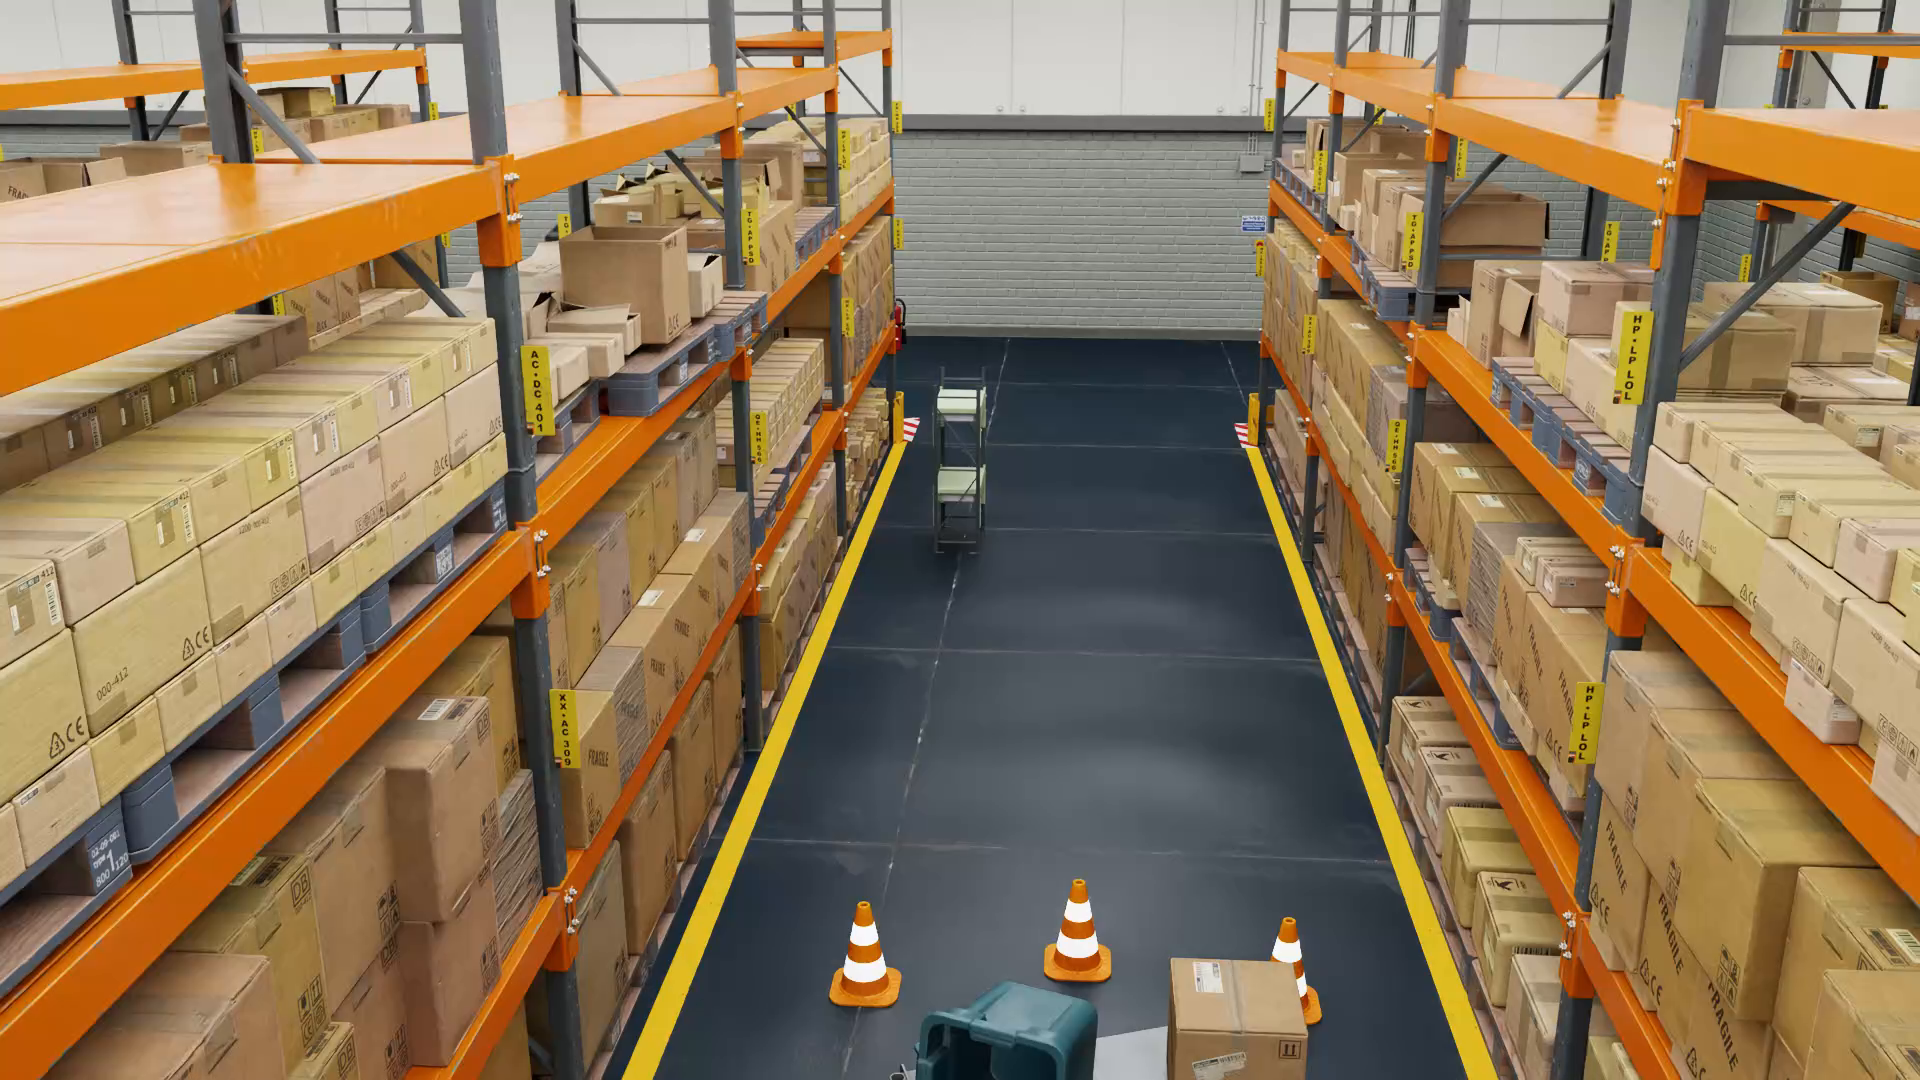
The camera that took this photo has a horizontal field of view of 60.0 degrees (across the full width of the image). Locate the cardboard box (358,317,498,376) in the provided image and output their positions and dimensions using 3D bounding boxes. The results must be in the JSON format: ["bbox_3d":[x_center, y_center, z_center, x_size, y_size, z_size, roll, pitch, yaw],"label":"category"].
[{"bbox_3d":[-1.775,-0.649,5.557,0.380,0.149,0.250,1,18,3],"label":"cardboard box"}]

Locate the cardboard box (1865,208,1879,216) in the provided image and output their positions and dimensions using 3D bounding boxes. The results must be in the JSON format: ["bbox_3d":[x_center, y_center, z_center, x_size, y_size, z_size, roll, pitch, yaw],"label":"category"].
[{"bbox_3d":[8.265,-2.954,14.707,0.380,0.149,0.250,1,18,4],"label":"cardboard box"}]

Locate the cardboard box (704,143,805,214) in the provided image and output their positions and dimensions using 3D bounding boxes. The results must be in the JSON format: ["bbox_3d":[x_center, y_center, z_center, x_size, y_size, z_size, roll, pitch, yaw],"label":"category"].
[{"bbox_3d":[-1.630,-2.879,13.241,0.700,0.500,0.500,1,18,4],"label":"cardboard box"}]

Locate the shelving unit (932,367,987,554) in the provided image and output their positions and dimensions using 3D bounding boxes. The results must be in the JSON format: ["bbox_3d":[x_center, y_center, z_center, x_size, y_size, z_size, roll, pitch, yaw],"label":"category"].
[{"bbox_3d":[0.000,-0.711,14.683,0.431,1.500,0.755,1,18,4],"label":"shelving unit"}]

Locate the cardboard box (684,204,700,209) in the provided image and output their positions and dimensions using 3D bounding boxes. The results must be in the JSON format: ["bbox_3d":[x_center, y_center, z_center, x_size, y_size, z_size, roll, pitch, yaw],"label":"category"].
[{"bbox_3d":[-1.930,-2.047,11.374,0.500,0.500,0.500,1,18,4],"label":"cardboard box"}]

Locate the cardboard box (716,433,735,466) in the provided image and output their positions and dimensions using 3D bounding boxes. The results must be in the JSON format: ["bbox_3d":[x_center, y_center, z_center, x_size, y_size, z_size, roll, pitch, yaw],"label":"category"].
[{"bbox_3d":[-1.553,-0.583,10.660,0.380,0.149,0.250,1,18,4],"label":"cardboard box"}]

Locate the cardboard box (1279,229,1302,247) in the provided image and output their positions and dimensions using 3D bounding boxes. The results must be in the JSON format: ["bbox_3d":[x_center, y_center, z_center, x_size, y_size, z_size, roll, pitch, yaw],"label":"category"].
[{"bbox_3d":[3.355,-2.969,16.358,0.380,0.149,0.250,1,18,2],"label":"cardboard box"}]

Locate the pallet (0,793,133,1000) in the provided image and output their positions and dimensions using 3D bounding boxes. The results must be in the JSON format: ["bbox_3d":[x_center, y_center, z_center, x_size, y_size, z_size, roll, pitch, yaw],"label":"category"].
[{"bbox_3d":[-2.311,0.791,3.017,1.003,0.211,1.213,1,18,4],"label":"pallet"}]

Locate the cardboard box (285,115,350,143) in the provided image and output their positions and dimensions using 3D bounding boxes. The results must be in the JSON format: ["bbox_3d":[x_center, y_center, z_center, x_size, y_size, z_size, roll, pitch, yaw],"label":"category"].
[{"bbox_3d":[-6.215,-3.755,15.752,0.700,0.500,0.500,2,18,6],"label":"cardboard box"}]

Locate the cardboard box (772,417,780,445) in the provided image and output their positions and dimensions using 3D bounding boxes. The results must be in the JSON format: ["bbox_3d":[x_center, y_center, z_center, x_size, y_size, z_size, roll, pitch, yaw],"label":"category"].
[{"bbox_3d":[-1.475,-0.770,11.707,0.380,0.149,0.250,1,18,4],"label":"cardboard box"}]

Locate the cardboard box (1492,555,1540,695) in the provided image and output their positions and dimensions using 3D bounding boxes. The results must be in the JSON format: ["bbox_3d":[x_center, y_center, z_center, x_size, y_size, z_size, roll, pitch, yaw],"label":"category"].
[{"bbox_3d":[2.759,0.390,7.602,0.500,0.500,0.500,2,18,6],"label":"cardboard box"}]

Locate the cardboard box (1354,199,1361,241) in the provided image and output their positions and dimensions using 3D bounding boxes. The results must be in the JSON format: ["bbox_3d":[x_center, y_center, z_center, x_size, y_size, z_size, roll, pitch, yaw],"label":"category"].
[{"bbox_3d":[2.971,-2.245,11.680,0.396,0.266,0.258,3,18,8],"label":"cardboard box"}]

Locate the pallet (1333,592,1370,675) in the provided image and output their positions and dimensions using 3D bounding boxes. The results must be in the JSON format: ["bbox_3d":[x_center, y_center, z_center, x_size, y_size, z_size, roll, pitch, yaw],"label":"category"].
[{"bbox_3d":[3.386,0.703,12.438,1.003,0.211,1.213,1,18,4],"label":"pallet"}]

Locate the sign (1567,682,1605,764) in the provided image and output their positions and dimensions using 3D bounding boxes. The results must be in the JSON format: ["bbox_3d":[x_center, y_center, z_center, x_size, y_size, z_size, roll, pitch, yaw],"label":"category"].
[{"bbox_3d":[2.324,0.680,6.171,0.100,0.325,0.005,1,18,4],"label":"sign"}]

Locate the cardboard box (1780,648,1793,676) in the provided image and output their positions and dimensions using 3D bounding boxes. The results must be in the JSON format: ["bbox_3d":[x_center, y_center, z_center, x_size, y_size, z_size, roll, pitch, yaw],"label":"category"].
[{"bbox_3d":[2.541,0.346,4.636,0.380,0.149,0.250,1,18,2],"label":"cardboard box"}]

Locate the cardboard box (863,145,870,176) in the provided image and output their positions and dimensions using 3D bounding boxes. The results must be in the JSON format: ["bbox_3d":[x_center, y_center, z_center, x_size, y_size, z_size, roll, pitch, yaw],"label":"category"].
[{"bbox_3d":[-1.108,-3.533,15.509,0.500,0.250,0.500,0,18,2],"label":"cardboard box"}]

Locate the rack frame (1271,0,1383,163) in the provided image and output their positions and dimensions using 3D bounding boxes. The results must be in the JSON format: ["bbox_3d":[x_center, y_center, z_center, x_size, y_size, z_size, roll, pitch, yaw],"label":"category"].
[{"bbox_3d":[3.738,-5.336,16.757,1.000,3.000,0.127,1,18,4],"label":"rack frame"}]

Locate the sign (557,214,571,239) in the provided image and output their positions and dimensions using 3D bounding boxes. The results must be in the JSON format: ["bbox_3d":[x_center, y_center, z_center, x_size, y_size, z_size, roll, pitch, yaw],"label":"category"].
[{"bbox_3d":[-2.321,-1.764,9.841,0.100,0.325,0.005,1,18,4],"label":"sign"}]

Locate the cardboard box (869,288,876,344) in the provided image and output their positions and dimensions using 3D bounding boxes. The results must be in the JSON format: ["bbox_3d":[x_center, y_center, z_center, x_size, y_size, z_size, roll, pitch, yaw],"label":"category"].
[{"bbox_3d":[-1.097,-2.136,15.986,0.500,0.500,0.500,2,18,7],"label":"cardboard box"}]

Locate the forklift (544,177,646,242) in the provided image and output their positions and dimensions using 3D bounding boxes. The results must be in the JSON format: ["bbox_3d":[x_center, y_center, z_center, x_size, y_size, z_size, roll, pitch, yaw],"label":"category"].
[{"bbox_3d":[-3.514,-2.072,16.539,3.031,2.935,1.130,-2,18,-6],"label":"forklift"}]

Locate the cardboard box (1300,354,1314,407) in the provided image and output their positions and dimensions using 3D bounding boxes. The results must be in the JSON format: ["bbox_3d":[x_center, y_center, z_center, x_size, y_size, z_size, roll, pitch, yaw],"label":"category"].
[{"bbox_3d":[3.230,-1.440,14.341,0.500,0.500,0.500,1,18,4],"label":"cardboard box"}]

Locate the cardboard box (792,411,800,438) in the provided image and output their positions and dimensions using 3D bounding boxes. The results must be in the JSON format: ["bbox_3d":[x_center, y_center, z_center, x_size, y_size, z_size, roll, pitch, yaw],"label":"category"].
[{"bbox_3d":[-1.414,-0.870,12.490,0.380,0.149,0.250,2,18,6],"label":"cardboard box"}]

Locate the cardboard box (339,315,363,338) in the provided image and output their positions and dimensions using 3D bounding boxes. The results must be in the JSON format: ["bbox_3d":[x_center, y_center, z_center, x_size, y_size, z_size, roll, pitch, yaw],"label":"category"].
[{"bbox_3d":[-6.066,-1.990,15.941,0.500,0.250,0.500,2,18,5],"label":"cardboard box"}]

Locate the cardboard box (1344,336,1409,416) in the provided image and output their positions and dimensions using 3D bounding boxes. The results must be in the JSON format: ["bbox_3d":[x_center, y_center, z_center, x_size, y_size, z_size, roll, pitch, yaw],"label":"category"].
[{"bbox_3d":[3.055,-1.160,11.881,0.500,0.500,0.500,1,18,3],"label":"cardboard box"}]

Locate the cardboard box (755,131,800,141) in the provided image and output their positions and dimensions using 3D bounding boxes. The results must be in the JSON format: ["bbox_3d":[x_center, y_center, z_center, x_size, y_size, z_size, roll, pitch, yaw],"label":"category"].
[{"bbox_3d":[-1.679,-3.688,15.341,0.380,0.149,0.250,1,18,3],"label":"cardboard box"}]

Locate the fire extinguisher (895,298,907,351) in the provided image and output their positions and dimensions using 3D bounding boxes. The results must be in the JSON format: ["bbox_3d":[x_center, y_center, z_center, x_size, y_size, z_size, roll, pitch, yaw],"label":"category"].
[{"bbox_3d":[-0.728,-2.418,18.210,0.296,0.674,0.183,1,18,4],"label":"fire extinguisher"}]

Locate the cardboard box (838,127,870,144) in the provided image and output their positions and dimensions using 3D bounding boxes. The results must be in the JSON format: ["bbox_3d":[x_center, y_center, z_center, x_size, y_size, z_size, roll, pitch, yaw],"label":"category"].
[{"bbox_3d":[-1.061,-3.839,15.802,0.380,0.149,0.250,2,18,5],"label":"cardboard box"}]

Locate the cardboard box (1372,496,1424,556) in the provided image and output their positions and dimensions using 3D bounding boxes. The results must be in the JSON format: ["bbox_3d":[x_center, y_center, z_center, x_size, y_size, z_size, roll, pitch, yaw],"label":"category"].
[{"bbox_3d":[2.942,-0.092,10.628,0.500,0.250,0.500,1,18,2],"label":"cardboard box"}]

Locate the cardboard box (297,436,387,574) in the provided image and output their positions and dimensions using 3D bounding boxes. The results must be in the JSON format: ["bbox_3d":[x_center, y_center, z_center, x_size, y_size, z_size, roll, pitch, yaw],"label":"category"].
[{"bbox_3d":[-1.920,-0.109,4.550,0.500,0.250,0.500,1,18,3],"label":"cardboard box"}]

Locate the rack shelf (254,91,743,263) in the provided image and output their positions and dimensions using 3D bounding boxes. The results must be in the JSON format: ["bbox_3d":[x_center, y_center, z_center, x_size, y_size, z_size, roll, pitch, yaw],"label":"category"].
[{"bbox_3d":[-1.923,-1.778,7.694,1.077,0.370,4.000,1,18,4],"label":"rack shelf"}]

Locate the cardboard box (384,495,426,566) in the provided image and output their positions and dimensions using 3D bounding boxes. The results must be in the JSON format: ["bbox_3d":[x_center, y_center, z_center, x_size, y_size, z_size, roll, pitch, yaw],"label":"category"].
[{"bbox_3d":[-1.827,-0.032,4.956,0.380,0.149,0.250,1,18,4],"label":"cardboard box"}]

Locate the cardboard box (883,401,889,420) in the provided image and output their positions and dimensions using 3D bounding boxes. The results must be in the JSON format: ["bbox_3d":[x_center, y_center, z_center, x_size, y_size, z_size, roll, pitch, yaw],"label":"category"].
[{"bbox_3d":[-0.960,-1.380,17.745,0.380,0.149,0.250,1,18,2],"label":"cardboard box"}]

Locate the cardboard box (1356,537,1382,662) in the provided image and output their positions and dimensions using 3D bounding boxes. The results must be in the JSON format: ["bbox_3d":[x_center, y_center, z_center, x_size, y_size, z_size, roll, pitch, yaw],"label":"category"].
[{"bbox_3d":[3.365,0.320,11.868,0.875,0.875,0.875,2,18,5],"label":"cardboard box"}]

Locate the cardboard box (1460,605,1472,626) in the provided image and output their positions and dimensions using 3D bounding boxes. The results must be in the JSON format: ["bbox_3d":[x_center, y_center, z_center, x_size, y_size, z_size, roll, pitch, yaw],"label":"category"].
[{"bbox_3d":[2.857,0.348,8.771,0.380,0.149,0.250,2,18,7],"label":"cardboard box"}]

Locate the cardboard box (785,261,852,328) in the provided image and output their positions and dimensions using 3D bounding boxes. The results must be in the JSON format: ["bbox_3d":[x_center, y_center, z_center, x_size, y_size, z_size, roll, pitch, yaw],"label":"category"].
[{"bbox_3d":[-1.218,-2.121,14.334,0.500,0.500,0.500,2,18,5],"label":"cardboard box"}]

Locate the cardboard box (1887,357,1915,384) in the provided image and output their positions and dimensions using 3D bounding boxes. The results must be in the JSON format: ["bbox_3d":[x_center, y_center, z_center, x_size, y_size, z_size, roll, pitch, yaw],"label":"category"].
[{"bbox_3d":[8.196,-1.367,14.041,0.500,0.250,0.500,2,18,5],"label":"cardboard box"}]

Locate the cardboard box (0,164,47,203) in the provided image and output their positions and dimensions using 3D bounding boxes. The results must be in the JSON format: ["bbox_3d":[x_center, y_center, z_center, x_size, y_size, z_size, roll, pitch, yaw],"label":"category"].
[{"bbox_3d":[-6.774,-2.356,11.642,0.500,0.500,0.500,2,18,7],"label":"cardboard box"}]

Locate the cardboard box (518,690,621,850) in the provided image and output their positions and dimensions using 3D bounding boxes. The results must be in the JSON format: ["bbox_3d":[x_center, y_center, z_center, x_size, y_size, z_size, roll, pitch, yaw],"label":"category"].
[{"bbox_3d":[-1.761,0.958,7.023,0.500,0.500,0.500,1,18,5],"label":"cardboard box"}]

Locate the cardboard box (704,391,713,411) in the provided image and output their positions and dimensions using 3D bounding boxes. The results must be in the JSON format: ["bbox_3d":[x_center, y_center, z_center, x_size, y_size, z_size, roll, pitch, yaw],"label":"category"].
[{"bbox_3d":[-2.069,-1.024,12.482,0.380,0.149,0.250,1,18,3],"label":"cardboard box"}]

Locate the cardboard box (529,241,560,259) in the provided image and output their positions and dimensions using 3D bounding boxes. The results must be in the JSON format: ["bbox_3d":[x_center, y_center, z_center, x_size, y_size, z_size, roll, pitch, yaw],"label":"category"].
[{"bbox_3d":[-2.051,-1.490,9.144,0.500,0.311,0.500,1,18,4],"label":"cardboard box"}]

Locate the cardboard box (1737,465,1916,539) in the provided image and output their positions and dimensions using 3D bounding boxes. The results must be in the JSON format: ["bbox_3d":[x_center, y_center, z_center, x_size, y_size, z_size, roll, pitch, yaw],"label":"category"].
[{"bbox_3d":[2.467,-0.109,4.743,0.380,0.149,0.250,1,18,4],"label":"cardboard box"}]

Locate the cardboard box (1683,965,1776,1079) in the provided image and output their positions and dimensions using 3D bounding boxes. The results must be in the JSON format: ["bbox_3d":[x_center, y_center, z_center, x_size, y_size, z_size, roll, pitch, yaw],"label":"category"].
[{"bbox_3d":[2.506,1.495,4.904,0.500,0.500,0.500,1,18,3],"label":"cardboard box"}]

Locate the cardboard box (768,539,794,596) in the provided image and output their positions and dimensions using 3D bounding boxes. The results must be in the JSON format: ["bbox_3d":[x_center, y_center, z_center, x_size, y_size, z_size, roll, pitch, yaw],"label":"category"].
[{"bbox_3d":[-1.453,0.186,11.674,0.500,0.250,0.500,1,18,3],"label":"cardboard box"}]

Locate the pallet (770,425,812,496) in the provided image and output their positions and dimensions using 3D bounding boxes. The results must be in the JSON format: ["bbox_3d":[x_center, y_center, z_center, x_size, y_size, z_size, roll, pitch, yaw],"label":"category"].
[{"bbox_3d":[-1.679,-0.604,12.258,1.003,0.211,1.213,1,18,4],"label":"pallet"}]

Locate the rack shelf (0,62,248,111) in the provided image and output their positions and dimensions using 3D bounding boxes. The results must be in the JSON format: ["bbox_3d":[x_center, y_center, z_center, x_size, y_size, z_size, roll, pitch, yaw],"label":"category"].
[{"bbox_3d":[-6.577,-3.162,11.919,1.077,0.370,4.000,1,18,4],"label":"rack shelf"}]

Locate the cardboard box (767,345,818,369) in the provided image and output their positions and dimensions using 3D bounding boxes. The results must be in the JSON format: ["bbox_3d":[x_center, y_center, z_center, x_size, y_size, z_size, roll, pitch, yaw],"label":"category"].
[{"bbox_3d":[-1.346,-1.473,13.373,0.380,0.149,0.250,1,18,2],"label":"cardboard box"}]

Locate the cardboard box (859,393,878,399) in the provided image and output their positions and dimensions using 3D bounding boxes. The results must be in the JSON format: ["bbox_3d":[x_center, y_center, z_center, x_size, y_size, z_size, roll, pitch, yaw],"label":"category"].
[{"bbox_3d":[-1.067,-1.445,17.465,0.380,0.149,0.250,2,18,5],"label":"cardboard box"}]

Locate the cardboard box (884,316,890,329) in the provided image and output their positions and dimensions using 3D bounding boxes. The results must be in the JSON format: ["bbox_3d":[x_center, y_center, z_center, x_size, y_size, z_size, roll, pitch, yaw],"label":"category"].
[{"bbox_3d":[-0.948,-2.338,17.643,0.380,0.149,0.250,1,18,4],"label":"cardboard box"}]

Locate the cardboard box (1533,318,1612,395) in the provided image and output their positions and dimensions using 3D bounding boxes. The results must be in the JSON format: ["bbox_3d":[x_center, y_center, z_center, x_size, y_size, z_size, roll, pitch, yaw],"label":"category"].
[{"bbox_3d":[2.854,-0.812,7.334,0.500,0.250,0.500,2,18,5],"label":"cardboard box"}]

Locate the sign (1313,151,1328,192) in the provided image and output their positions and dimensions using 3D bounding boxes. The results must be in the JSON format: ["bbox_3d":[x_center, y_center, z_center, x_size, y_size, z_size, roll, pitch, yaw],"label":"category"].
[{"bbox_3d":[2.898,-2.964,13.376,0.100,0.325,0.005,1,18,4],"label":"sign"}]

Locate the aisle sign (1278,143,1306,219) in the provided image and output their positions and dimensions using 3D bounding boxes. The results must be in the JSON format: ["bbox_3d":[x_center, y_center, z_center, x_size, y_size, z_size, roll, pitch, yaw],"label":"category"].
[{"bbox_3d":[3.454,-3.750,17.374,0.394,0.787,0.004,1,18,4],"label":"aisle sign"}]

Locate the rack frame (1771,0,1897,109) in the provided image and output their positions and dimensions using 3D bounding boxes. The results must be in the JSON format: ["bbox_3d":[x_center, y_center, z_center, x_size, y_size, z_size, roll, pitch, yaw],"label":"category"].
[{"bbox_3d":[8.689,-5.227,16.422,1.000,3.000,0.127,1,18,4],"label":"rack frame"}]

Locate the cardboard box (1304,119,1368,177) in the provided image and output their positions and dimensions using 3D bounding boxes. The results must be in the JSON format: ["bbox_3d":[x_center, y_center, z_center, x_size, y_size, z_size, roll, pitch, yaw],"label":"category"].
[{"bbox_3d":[3.444,-3.583,15.227,0.500,0.500,0.500,2,18,5],"label":"cardboard box"}]

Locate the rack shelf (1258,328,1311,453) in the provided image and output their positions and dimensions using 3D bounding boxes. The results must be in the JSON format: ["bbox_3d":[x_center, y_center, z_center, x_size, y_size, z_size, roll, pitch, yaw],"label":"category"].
[{"bbox_3d":[3.595,-1.522,15.907,1.077,0.370,4.000,1,18,4],"label":"rack shelf"}]

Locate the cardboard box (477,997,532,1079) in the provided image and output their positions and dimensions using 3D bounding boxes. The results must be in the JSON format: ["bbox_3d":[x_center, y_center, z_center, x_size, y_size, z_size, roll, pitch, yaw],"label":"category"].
[{"bbox_3d":[-2.182,2.166,6.232,0.875,0.875,0.875,2,18,5],"label":"cardboard box"}]
